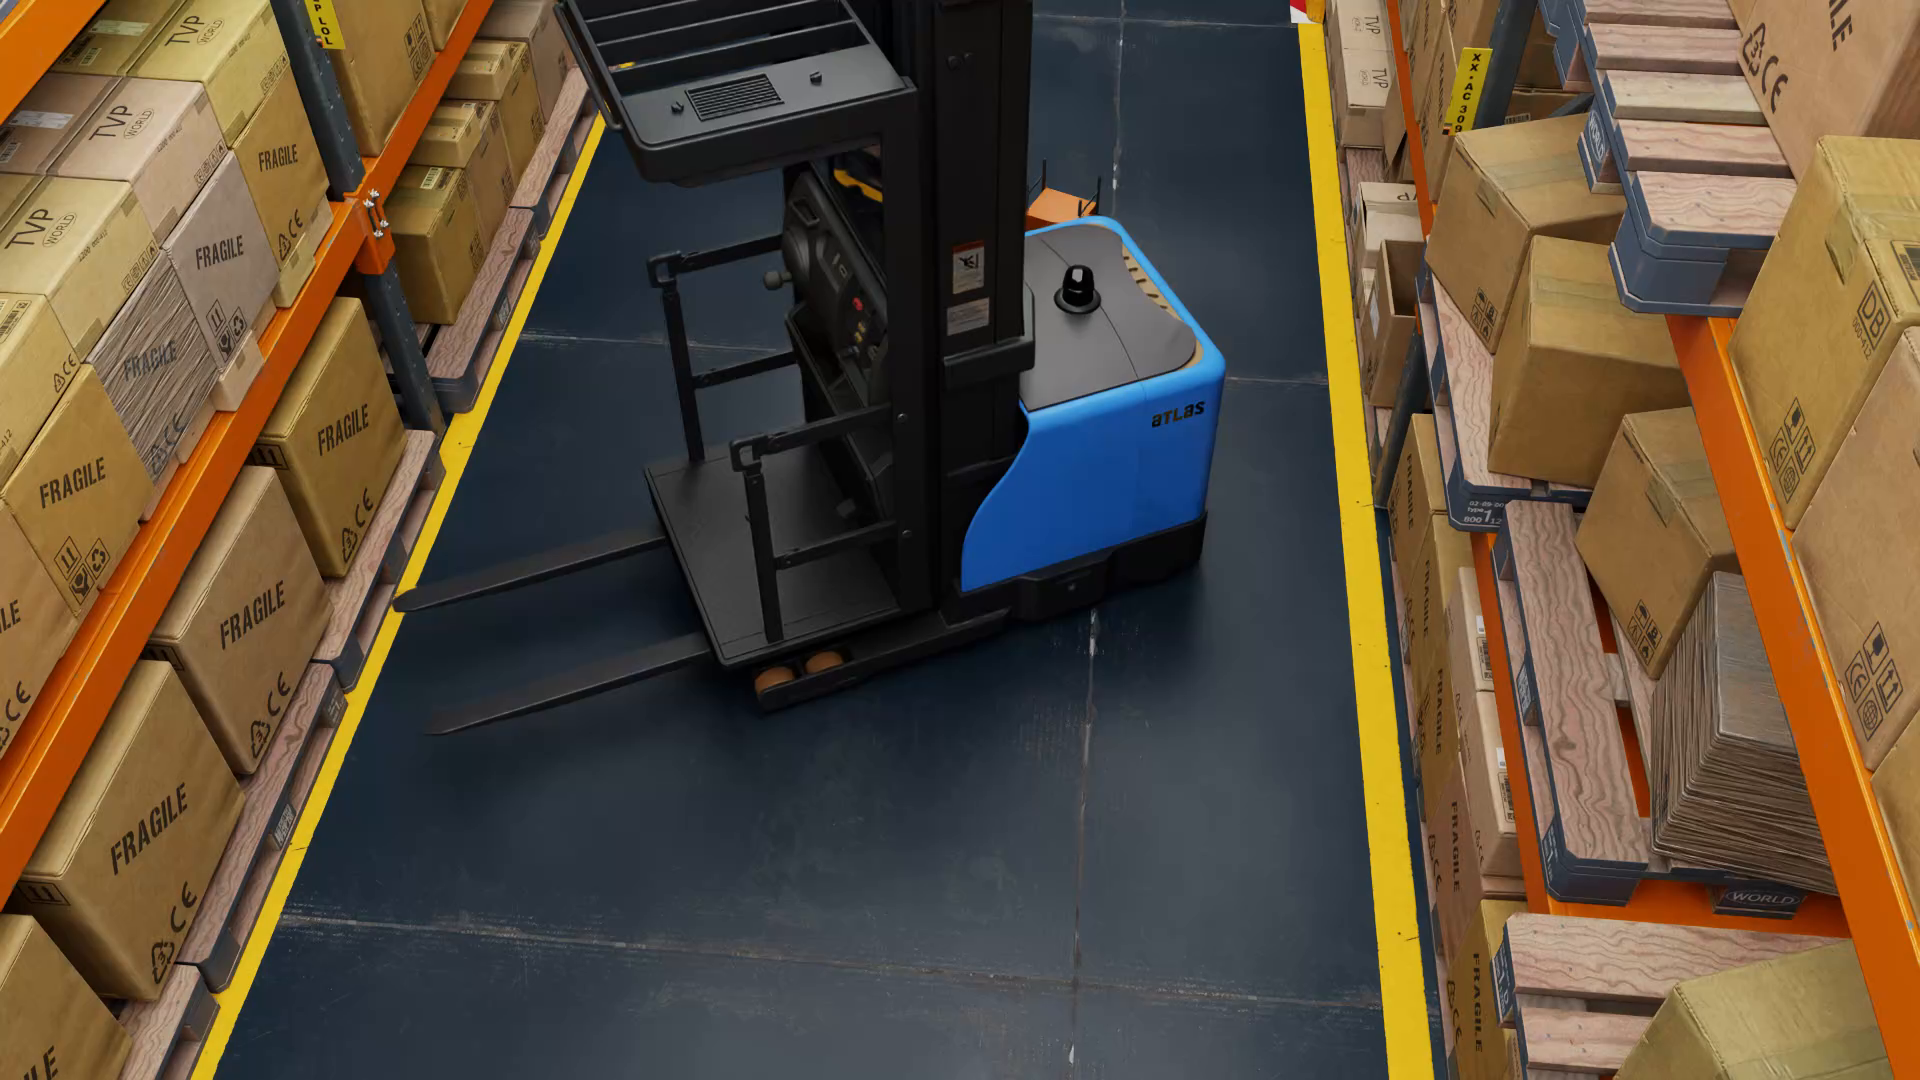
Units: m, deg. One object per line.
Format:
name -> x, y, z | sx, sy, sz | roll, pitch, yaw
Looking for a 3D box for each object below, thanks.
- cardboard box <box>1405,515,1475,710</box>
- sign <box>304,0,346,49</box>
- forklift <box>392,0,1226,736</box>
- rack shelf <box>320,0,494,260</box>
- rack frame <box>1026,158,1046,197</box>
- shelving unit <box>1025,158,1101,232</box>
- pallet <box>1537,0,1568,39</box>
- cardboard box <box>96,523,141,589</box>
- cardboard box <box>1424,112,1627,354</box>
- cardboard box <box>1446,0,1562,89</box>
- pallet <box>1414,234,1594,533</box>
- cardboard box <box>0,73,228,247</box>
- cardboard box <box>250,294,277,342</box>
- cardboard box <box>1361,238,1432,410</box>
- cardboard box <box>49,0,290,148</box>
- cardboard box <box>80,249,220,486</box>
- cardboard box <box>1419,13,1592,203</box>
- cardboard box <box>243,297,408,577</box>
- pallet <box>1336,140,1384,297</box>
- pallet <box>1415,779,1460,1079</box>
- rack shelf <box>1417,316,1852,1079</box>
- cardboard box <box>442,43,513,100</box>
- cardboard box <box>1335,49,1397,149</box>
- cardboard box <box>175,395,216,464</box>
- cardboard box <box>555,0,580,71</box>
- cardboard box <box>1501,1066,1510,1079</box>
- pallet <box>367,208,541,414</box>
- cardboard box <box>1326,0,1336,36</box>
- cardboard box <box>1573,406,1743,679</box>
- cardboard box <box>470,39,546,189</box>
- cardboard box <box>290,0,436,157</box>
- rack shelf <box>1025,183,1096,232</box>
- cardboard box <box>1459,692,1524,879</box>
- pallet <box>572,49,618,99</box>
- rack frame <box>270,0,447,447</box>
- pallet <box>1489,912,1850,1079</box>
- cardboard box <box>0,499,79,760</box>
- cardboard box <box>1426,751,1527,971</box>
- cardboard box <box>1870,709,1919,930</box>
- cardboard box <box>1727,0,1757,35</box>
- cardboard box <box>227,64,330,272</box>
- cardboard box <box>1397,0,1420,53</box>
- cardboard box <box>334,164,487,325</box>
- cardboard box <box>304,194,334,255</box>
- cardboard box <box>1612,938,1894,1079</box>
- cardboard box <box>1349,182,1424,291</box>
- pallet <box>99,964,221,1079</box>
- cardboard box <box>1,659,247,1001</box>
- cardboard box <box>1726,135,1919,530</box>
cardboard box -> 1.889, 0.277, 5.860 | 0.500, 0.500, 0.500 | 4, 48, 4
sign -> -2.179, -1.815, 5.646 | 0.100, 0.325, 0.005 | 4, 48, 4
forklift -> -0.604, -0.807, 5.501 | 3.031, 2.935, 1.130 | -17, 50, -15
rack shelf -> -2.538, -2.707, 7.681 | 1.077, 0.370, 4.000 | 4, 48, 4
rack frame -> 0.301, -1.128, 7.071 | 0.008, 1.050, 0.200 | 21, 51, 18
shelving unit -> 0.409, -1.087, 7.032 | 0.252, 1.050, 0.215 | 21, 51, 18
pallet -> 2.084, -1.624, 4.298 | 1.213, 0.211, 1.003 | 4, 48, 4
cardboard box -> -2.664, -0.010, 4.883 | 0.380, 0.149, 0.250 | 5, 48, 5
cardboard box -> 1.947, -0.992, 5.273 | 0.700, 0.500, 0.500 | -11, 48, -10
cardboard box -> 2.001, -1.910, 5.719 | 0.500, 0.500, 0.500 | 4, 48, 4
pallet -> 2.031, -0.505, 5.310 | 1.003, 0.211, 1.213 | 4, 48, 4
cardboard box -> -2.564, -1.139, 4.968 | 0.500, 0.250, 0.500 | 5, 48, 4
cardboard box -> -2.537, -0.761, 5.570 | 0.380, 0.149, 0.250 | 5, 48, 5
cardboard box -> 1.982, -0.893, 6.929 | 0.500, 0.500, 0.500 | 4, 48, 4
cardboard box -> -2.508, -1.514, 5.311 | 0.500, 0.250, 0.500 | 5, 48, 4
cardboard box -> -2.602, -0.521, 4.911 | 0.500, 0.500, 0.500 | 4, 48, 4
cardboard box -> 2.003, -1.568, 6.084 | 0.500, 0.500, 0.500 | 5, 48, 4
cardboard box -> -2.650, -0.410, 6.265 | 0.750, 0.750, 0.750 | 4, 48, 4
pallet -> 2.385, -1.612, 8.082 | 1.003, 0.211, 1.213 | 4, 48, 4
pallet -> 2.068, 1.290, 5.427 | 1.003, 0.211, 1.213 | 4, 48, 4
rack shelf -> 2.031, 0.562, 4.690 | 1.077, 0.370, 4.000 | 4, 48, 4
cardboard box -> -2.290, -2.163, 7.665 | 0.380, 0.149, 0.250 | 3, 48, 2
cardboard box -> 2.154, -2.195, 8.290 | 0.500, 0.250, 0.500 | 4, 48, 4
cardboard box -> -2.591, -0.387, 5.228 | 0.380, 0.149, 0.250 | 4, 48, 4
cardboard box -> -2.366, -2.829, 8.714 | 0.700, 0.500, 0.500 | 4, 48, 3
cardboard box -> 1.700, 1.781, 4.484 | 0.500, 0.500, 0.500 | 6, 48, 5
pallet -> -2.573, -1.093, 7.606 | 1.003, 0.211, 1.213 | 4, 48, 4
cardboard box -> 2.174, -2.813, 8.912 | 0.380, 0.166, 0.250 | 4, 48, 4
cardboard box -> 2.113, -0.023, 4.386 | 0.700, 0.500, 0.500 | -7, 48, -6
cardboard box -> -2.452, -2.067, 8.017 | 0.700, 0.500, 0.500 | 5, 48, 4
cardboard box -> -2.655, -1.979, 6.324 | 0.980, 0.700, 0.700 | 5, 48, 4
rack shelf -> 0.409, -1.271, 6.831 | 0.240, 0.259, 0.215 | 21, 51, 18
cardboard box -> 1.790, 0.735, 4.933 | 0.500, 0.250, 0.500 | 3, 48, 3
pallet -> -2.351, -2.886, 9.246 | 1.003, 0.211, 1.213 | 4, 48, 4
rack frame -> -2.720, -1.480, 6.071 | 1.000, 3.000, 0.127 | 4, 48, 4
pallet -> 1.840, 1.351, 3.611 | 1.213, 0.211, 1.003 | 4, 48, 4
cardboard box -> -2.683, 0.229, 4.224 | 0.500, 0.500, 0.500 | 4, 48, 3
cardboard box -> 1.789, 1.015, 5.185 | 0.500, 0.500, 0.500 | 2, 48, 2
cardboard box -> 1.855, 0.420, 2.232 | 0.910, 0.500, 0.500 | 4, 48, 4
cardboard box -> 2.055, -1.514, 3.649 | 0.600, 0.600, 0.600 | 3, 48, 3
cardboard box -> -2.511, -1.265, 5.591 | 0.500, 0.500, 0.500 | 3, 48, 3
cardboard box -> 2.093, -2.325, 6.776 | 0.500, 0.500, 0.500 | 5, 48, 4
cardboard box -> -2.550, -1.321, 7.335 | 0.700, 0.500, 0.500 | 4, 48, 4
cardboard box -> -2.469, -1.135, 5.912 | 0.380, 0.149, 0.250 | 4, 48, 4
cardboard box -> 1.794, 1.143, 3.319 | 0.700, 0.500, 0.500 | -11, 48, -10
cardboard box -> 2.051, -1.380, 7.503 | 0.500, 0.311, 0.500 | 4, 48, 4
pallet -> -2.938, 1.826, 4.937 | 1.003, 0.211, 1.213 | 4, 48, 4
cardboard box -> -2.801, 0.868, 5.096 | 0.750, 0.750, 0.750 | 4, 48, 3
cardboard box -> 1.949, -0.337, 2.924 | 0.910, 0.500, 0.500 | 4, 48, 4
